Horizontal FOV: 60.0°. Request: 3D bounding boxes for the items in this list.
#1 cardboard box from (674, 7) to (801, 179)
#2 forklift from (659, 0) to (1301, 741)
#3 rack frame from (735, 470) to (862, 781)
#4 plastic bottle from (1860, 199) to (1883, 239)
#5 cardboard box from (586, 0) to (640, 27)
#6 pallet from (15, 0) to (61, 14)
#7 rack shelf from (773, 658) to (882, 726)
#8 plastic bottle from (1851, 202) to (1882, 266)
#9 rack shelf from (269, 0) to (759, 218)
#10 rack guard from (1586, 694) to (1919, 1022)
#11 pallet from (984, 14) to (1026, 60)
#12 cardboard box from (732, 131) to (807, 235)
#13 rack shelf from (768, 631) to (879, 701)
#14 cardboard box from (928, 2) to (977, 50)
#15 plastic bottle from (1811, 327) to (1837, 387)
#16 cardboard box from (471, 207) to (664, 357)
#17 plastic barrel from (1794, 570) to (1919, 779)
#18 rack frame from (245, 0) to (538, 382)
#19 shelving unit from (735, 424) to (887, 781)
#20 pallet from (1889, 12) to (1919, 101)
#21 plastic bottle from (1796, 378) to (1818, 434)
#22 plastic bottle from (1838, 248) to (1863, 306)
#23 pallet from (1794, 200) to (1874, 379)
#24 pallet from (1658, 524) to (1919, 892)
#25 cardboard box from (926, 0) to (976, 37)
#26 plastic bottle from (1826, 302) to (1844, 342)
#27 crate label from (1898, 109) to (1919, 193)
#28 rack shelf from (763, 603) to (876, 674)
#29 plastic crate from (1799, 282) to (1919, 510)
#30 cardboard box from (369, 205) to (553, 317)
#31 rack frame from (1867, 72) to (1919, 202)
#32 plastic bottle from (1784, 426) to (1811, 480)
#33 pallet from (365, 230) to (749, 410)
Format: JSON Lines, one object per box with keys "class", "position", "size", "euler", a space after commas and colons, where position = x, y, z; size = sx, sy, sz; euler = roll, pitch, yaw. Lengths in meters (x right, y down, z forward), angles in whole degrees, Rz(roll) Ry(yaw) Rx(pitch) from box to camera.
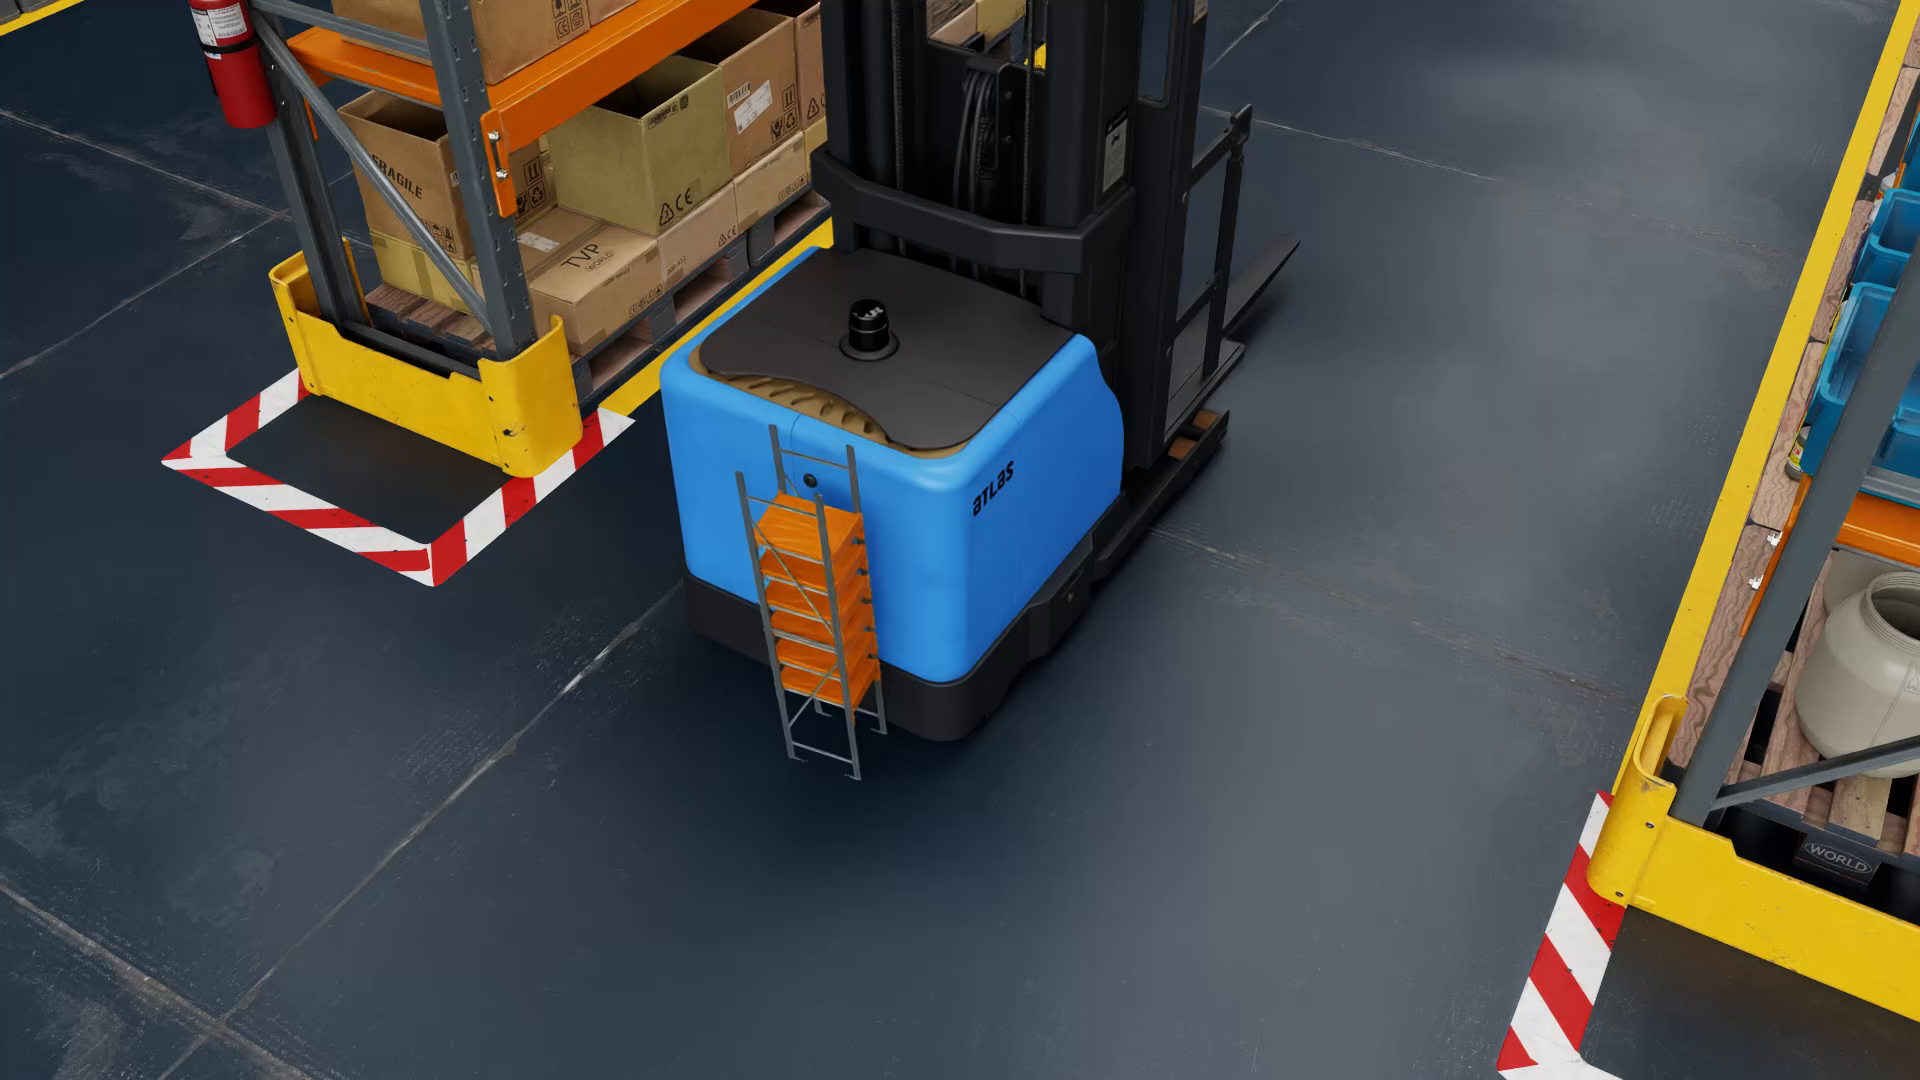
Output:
{"class": "cardboard box", "position": [-1.009, -1.856, 6.783], "size": [0.500, 0.500, 0.500], "euler": [21, 45, 22]}
{"class": "forklift", "position": [0.327, -1.452, 5.181], "size": [1.130, 2.935, 3.031], "euler": [22, 46, 23]}
{"class": "rack frame", "position": [-0.426, 0.272, 4.537], "size": [0.240, 1.200, 0.006], "euler": [16, 49, 17]}
{"class": "plastic bottle", "position": [3.741, -1.307, 6.748], "size": [0.097, 0.201, 0.097], "euler": [0, 41, 0]}
{"class": "cardboard box", "position": [-1.454, -2.241, 5.950], "size": [0.700, 0.500, 0.500], "euler": [22, 46, 23]}
{"class": "pallet", "position": [-5.162, -3.420, 9.474], "size": [1.003, 0.211, 1.213], "euler": [21, 45, 22]}
{"class": "rack shelf", "position": [-0.380, 0.405, 4.801], "size": [0.258, 0.103, 0.180], "euler": [16, 49, 17]}
{"class": "plastic bottle", "position": [3.654, -1.199, 6.569], "size": [0.152, 0.276, 0.135], "euler": [23, 46, 24]}
{"class": "rack shelf", "position": [-0.957, -2.513, 6.878], "size": [1.077, 0.370, 4.000], "euler": [21, 45, 22]}
{"class": "rack guard", "position": [2.326, 0.881, 4.372], "size": [1.175, 0.500, 0.348], "euler": [21, 45, 22]}
{"class": "pallet", "position": [-0.390, -2.440, 8.361], "size": [1.003, 0.211, 1.213], "euler": [21, 45, 22]}
{"class": "cardboard box", "position": [-0.999, -1.571, 7.027], "size": [0.500, 0.250, 0.500], "euler": [21, 45, 22]}
{"class": "rack shelf", "position": [-0.385, 0.323, 4.713], "size": [0.258, 0.103, 0.180], "euler": [16, 49, 17]}
{"class": "cardboard box", "position": [-0.258, -2.433, 8.006], "size": [0.500, 0.250, 0.500], "euler": [21, 45, 22]}
{"class": "plastic bottle", "position": [3.167, -0.676, 5.919], "size": [0.144, 0.351, 0.185], "euler": [23, 46, 24]}
{"class": "cardboard box", "position": [-1.497, -0.998, 6.376], "size": [0.500, 0.250, 0.500], "euler": [21, 45, 22]}
{"class": "plastic barrel", "position": [2.592, 0.376, 4.618], "size": [0.421, 0.512, 0.421], "euler": [0, 41, 0]}
{"class": "rack frame", "position": [-1.958, -1.639, 5.341], "size": [1.000, 3.000, 0.127], "euler": [21, 45, 22]}
{"class": "shelving unit", "position": [-0.391, 0.210, 4.594], "size": [0.258, 1.200, 0.189], "euler": [16, 49, 17]}
{"class": "pallet", "position": [5.300, -2.404, 8.320], "size": [1.003, 0.211, 1.213], "euler": [21, 45, 22]}
{"class": "plastic bottle", "position": [3.018, -0.472, 5.745], "size": [0.152, 0.276, 0.135], "euler": [21, 46, 22]}
{"class": "plastic bottle", "position": [3.473, -1.025, 6.316], "size": [0.144, 0.351, 0.185], "euler": [19, 45, 20]}
{"class": "pallet", "position": [3.959, -0.870, 6.578], "size": [1.003, 0.211, 1.213], "euler": [21, 45, 22]}
{"class": "pallet", "position": [2.738, 0.526, 4.993], "size": [1.003, 0.211, 1.213], "euler": [21, 45, 22]}
{"class": "cardboard box", "position": [-0.259, -2.715, 7.758], "size": [0.500, 0.500, 0.500], "euler": [21, 45, 22]}
{"class": "plastic bottle", "position": [3.311, -0.815, 6.190], "size": [0.097, 0.201, 0.097], "euler": [0, 41, 0]}
{"class": "crate label", "position": [3.016, -1.154, 4.764], "size": [0.502, 0.435, 0.616], "euler": [21, 45, 22]}
{"class": "rack shelf", "position": [-0.389, 0.240, 4.626], "size": [0.258, 0.103, 0.180], "euler": [16, 49, 17]}
{"class": "plastic crate", "position": [2.320, -0.328, 3.965], "size": [0.499, 0.251, 0.616], "euler": [21, 45, 22]}
{"class": "cardboard box", "position": [-1.945, -1.169, 6.570], "size": [0.500, 0.250, 0.500], "euler": [21, 45, 22]}
{"class": "rack frame", "position": [4.331, -2.287, 6.077], "size": [1.000, 3.000, 0.127], "euler": [21, 45, 22]}
{"class": "plastic bottle", "position": [2.869, -0.309, 5.616], "size": [0.097, 0.201, 0.097], "euler": [0, 41, 0]}
{"class": "pallet", "position": [-1.611, -1.044, 6.775], "size": [1.003, 0.211, 1.213], "euler": [21, 45, 22]}
